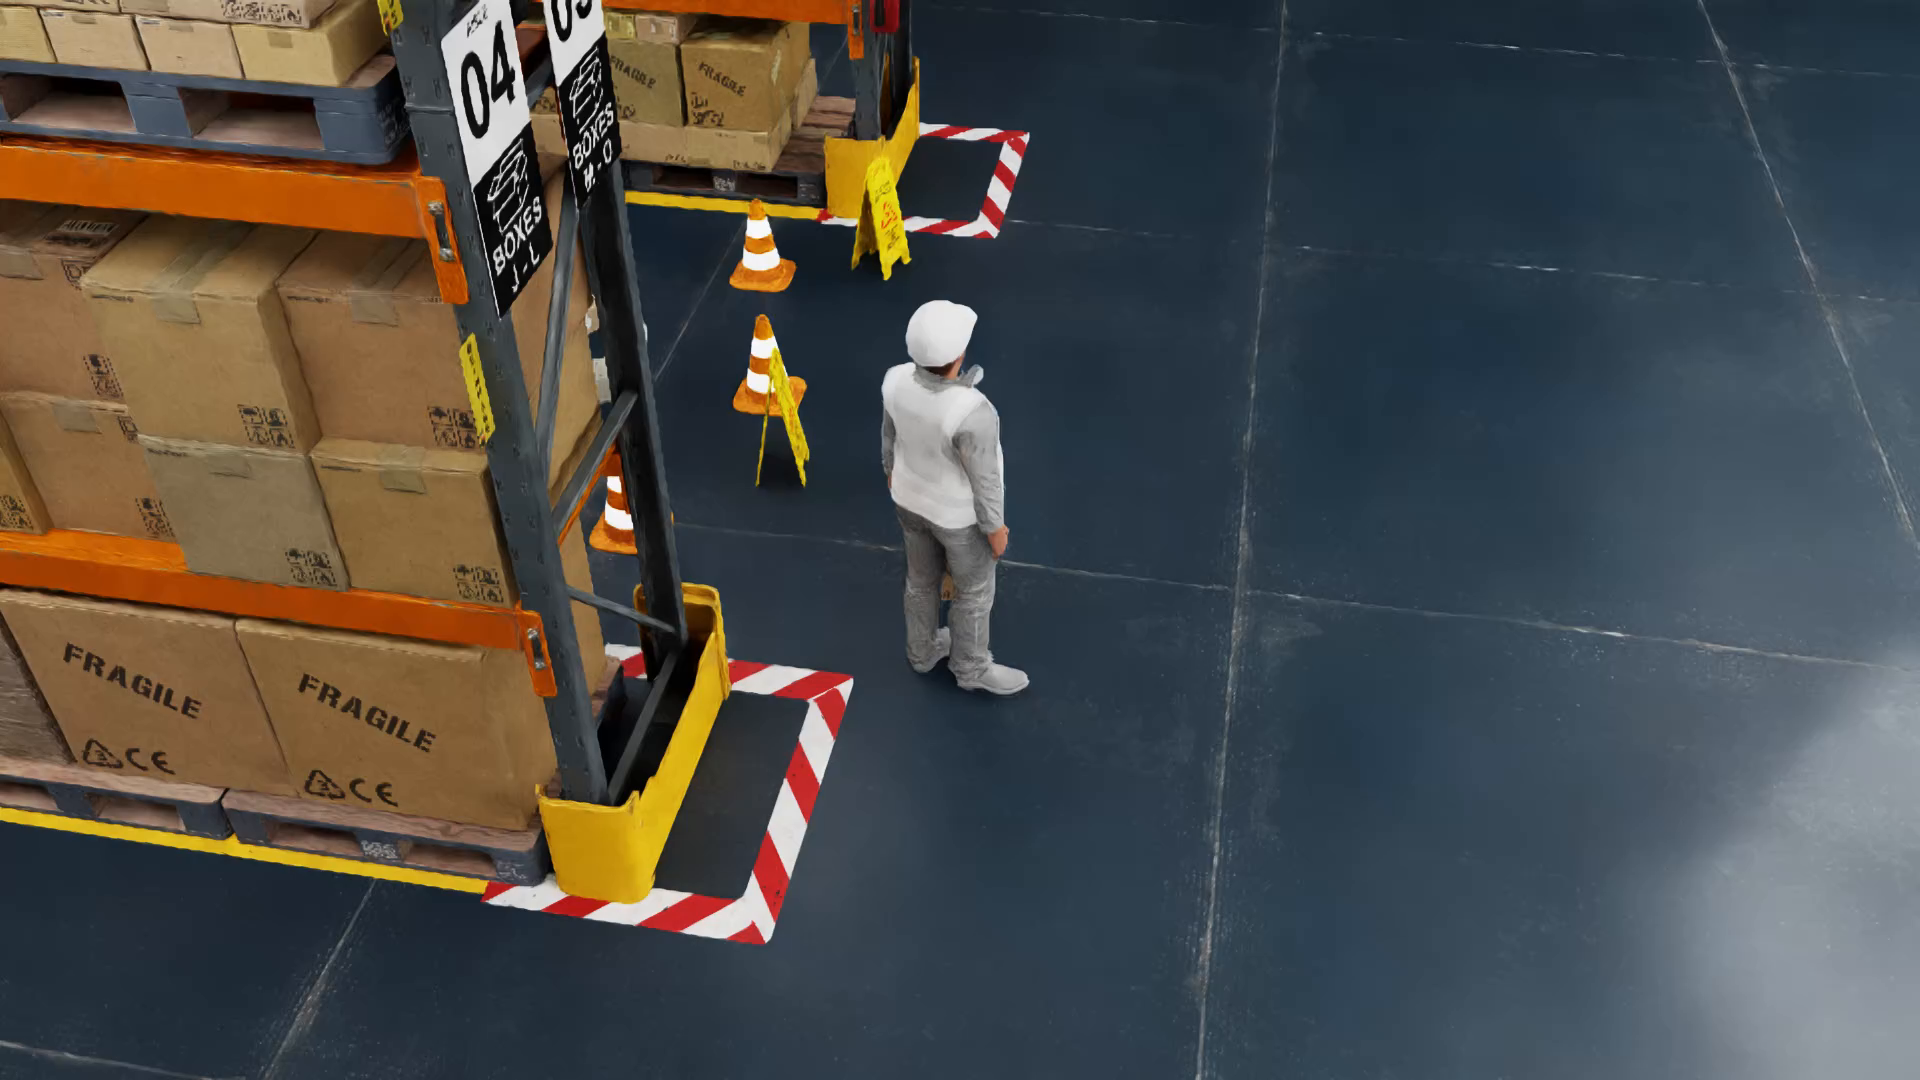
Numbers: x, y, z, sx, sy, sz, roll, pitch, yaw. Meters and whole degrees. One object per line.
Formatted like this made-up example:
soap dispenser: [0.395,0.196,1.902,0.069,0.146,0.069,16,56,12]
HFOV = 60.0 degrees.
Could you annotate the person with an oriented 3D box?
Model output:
person: [-0.031,-0.151,6.305,0.637,1.782,0.364,27,47,28]
